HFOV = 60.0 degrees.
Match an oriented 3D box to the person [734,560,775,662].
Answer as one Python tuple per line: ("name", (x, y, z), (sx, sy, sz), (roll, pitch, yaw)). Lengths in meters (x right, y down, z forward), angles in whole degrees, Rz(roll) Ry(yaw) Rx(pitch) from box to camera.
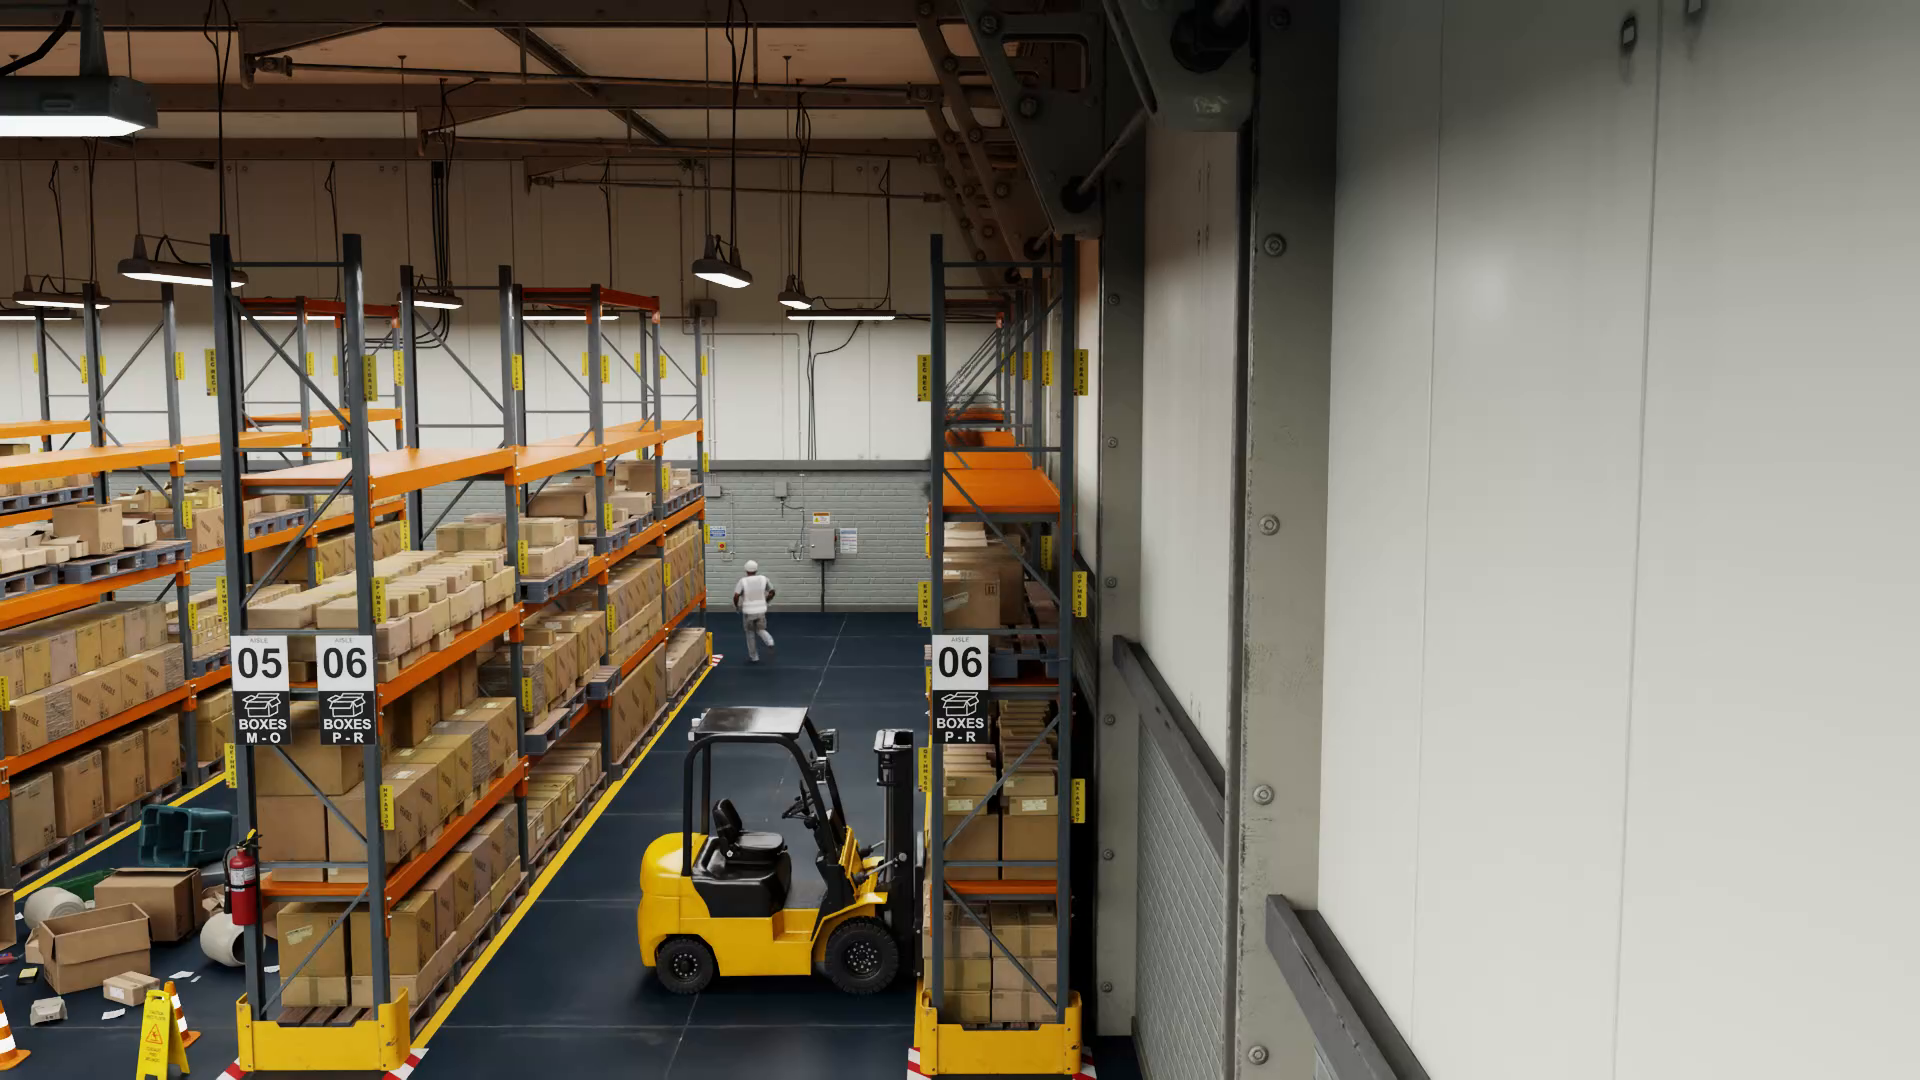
("person", (-3.473, 1.230, 28.042), (0.722, 1.781, 0.695), (-3, 7, -28))
